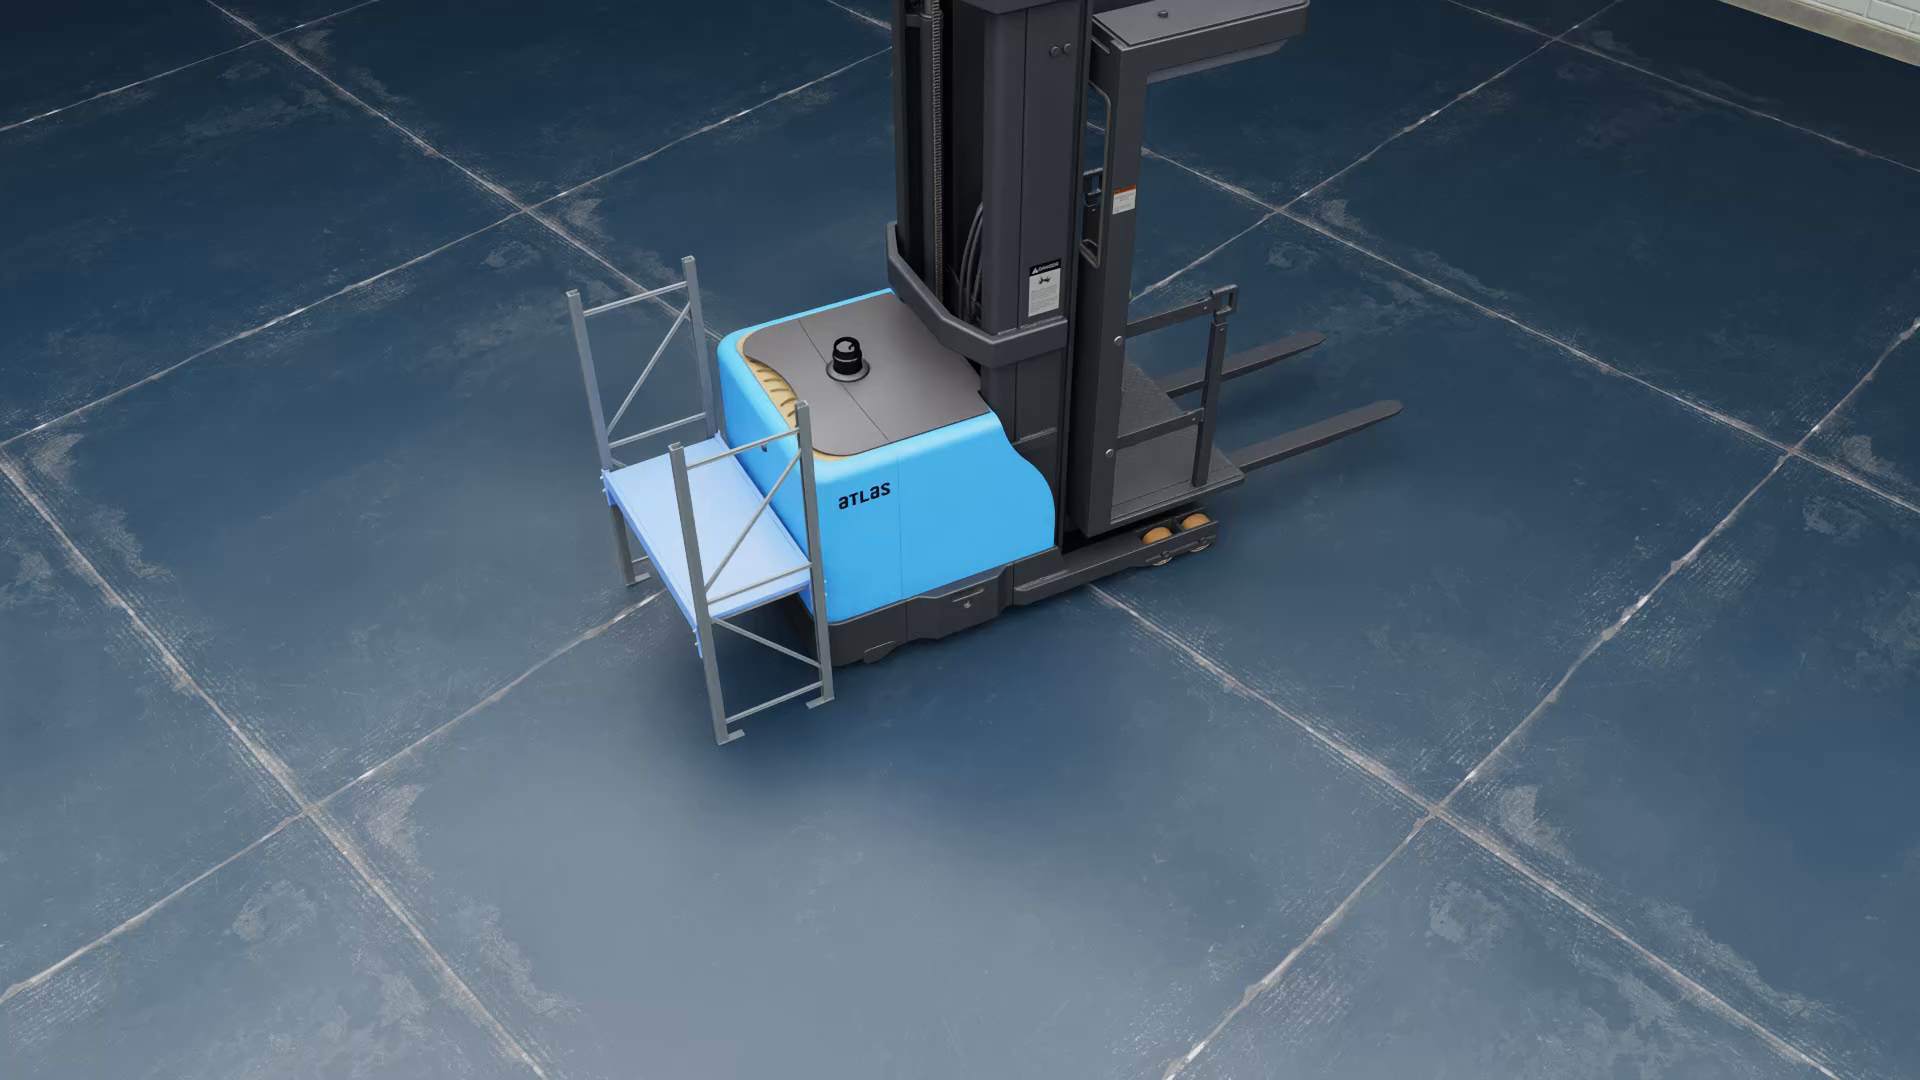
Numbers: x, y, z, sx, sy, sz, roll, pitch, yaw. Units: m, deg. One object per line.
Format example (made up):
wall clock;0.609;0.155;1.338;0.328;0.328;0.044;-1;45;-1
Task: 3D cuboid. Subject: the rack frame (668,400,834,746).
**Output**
rack frame;-0.735;0.164;6.083;0.500;1.500;0.032;-21;47;-21

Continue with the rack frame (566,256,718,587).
rack frame;-1.227;-0.440;6.736;0.500;1.500;0.032;-21;47;-21

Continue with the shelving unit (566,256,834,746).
shelving unit;-0.981;-0.138;6.409;0.538;1.500;1.048;-21;47;-21

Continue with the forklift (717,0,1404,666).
forklift;0.561;-1.269;6.581;3.031;2.935;1.130;-19;46;-19

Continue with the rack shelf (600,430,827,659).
rack shelf;-0.980;-0.007;6.532;0.538;0.185;1.000;-21;47;-21
